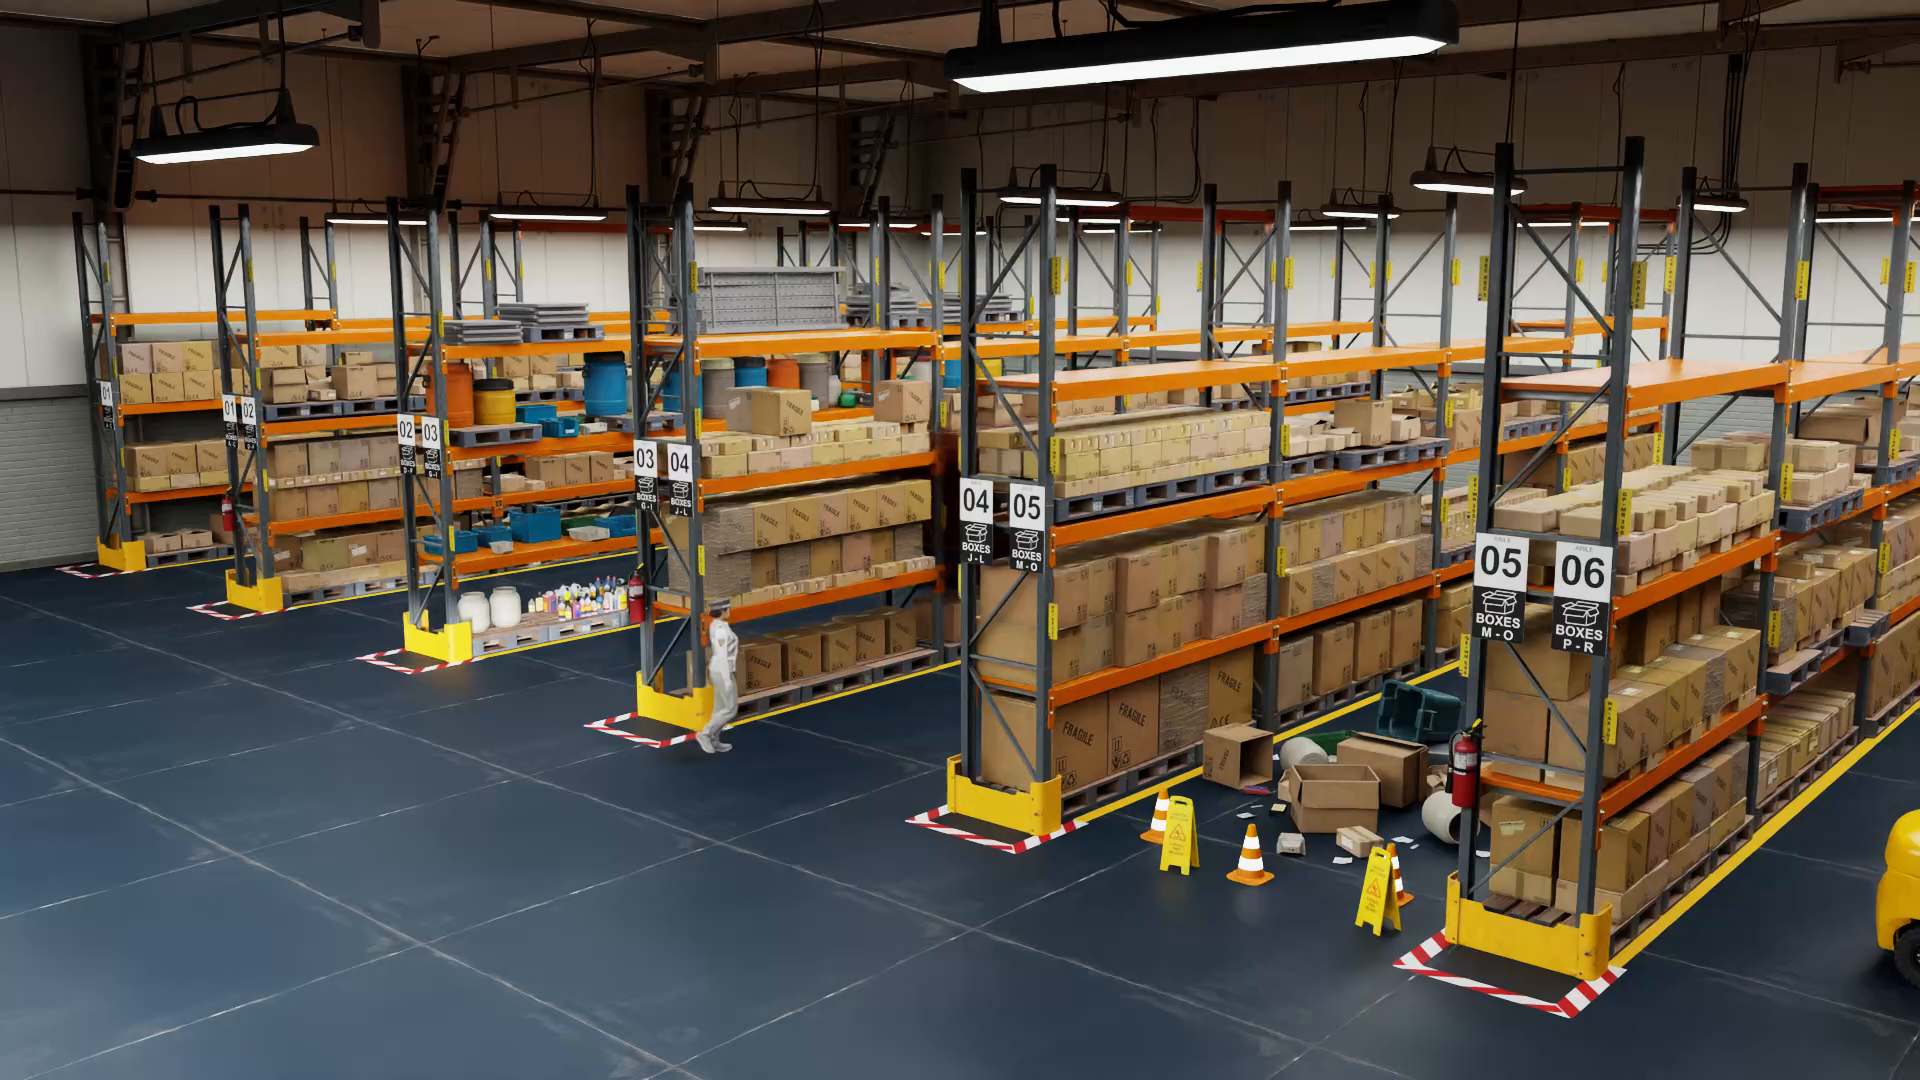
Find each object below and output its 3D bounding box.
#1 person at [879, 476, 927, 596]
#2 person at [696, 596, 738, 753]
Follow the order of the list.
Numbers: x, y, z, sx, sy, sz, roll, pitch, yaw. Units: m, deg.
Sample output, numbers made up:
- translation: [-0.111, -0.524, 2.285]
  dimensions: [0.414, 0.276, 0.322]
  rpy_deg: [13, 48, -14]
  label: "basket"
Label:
- translation: [-0.893, -0.090, 24.594]
  dimensions: [0.957, 1.729, 0.552]
  rpy_deg: [-6, 11, -32]
  label: "person"
- translation: [-2.581, 1.445, 17.631]
  dimensions: [0.468, 1.654, 0.641]
  rpy_deg: [-2, 10, -10]
  label: "person"
